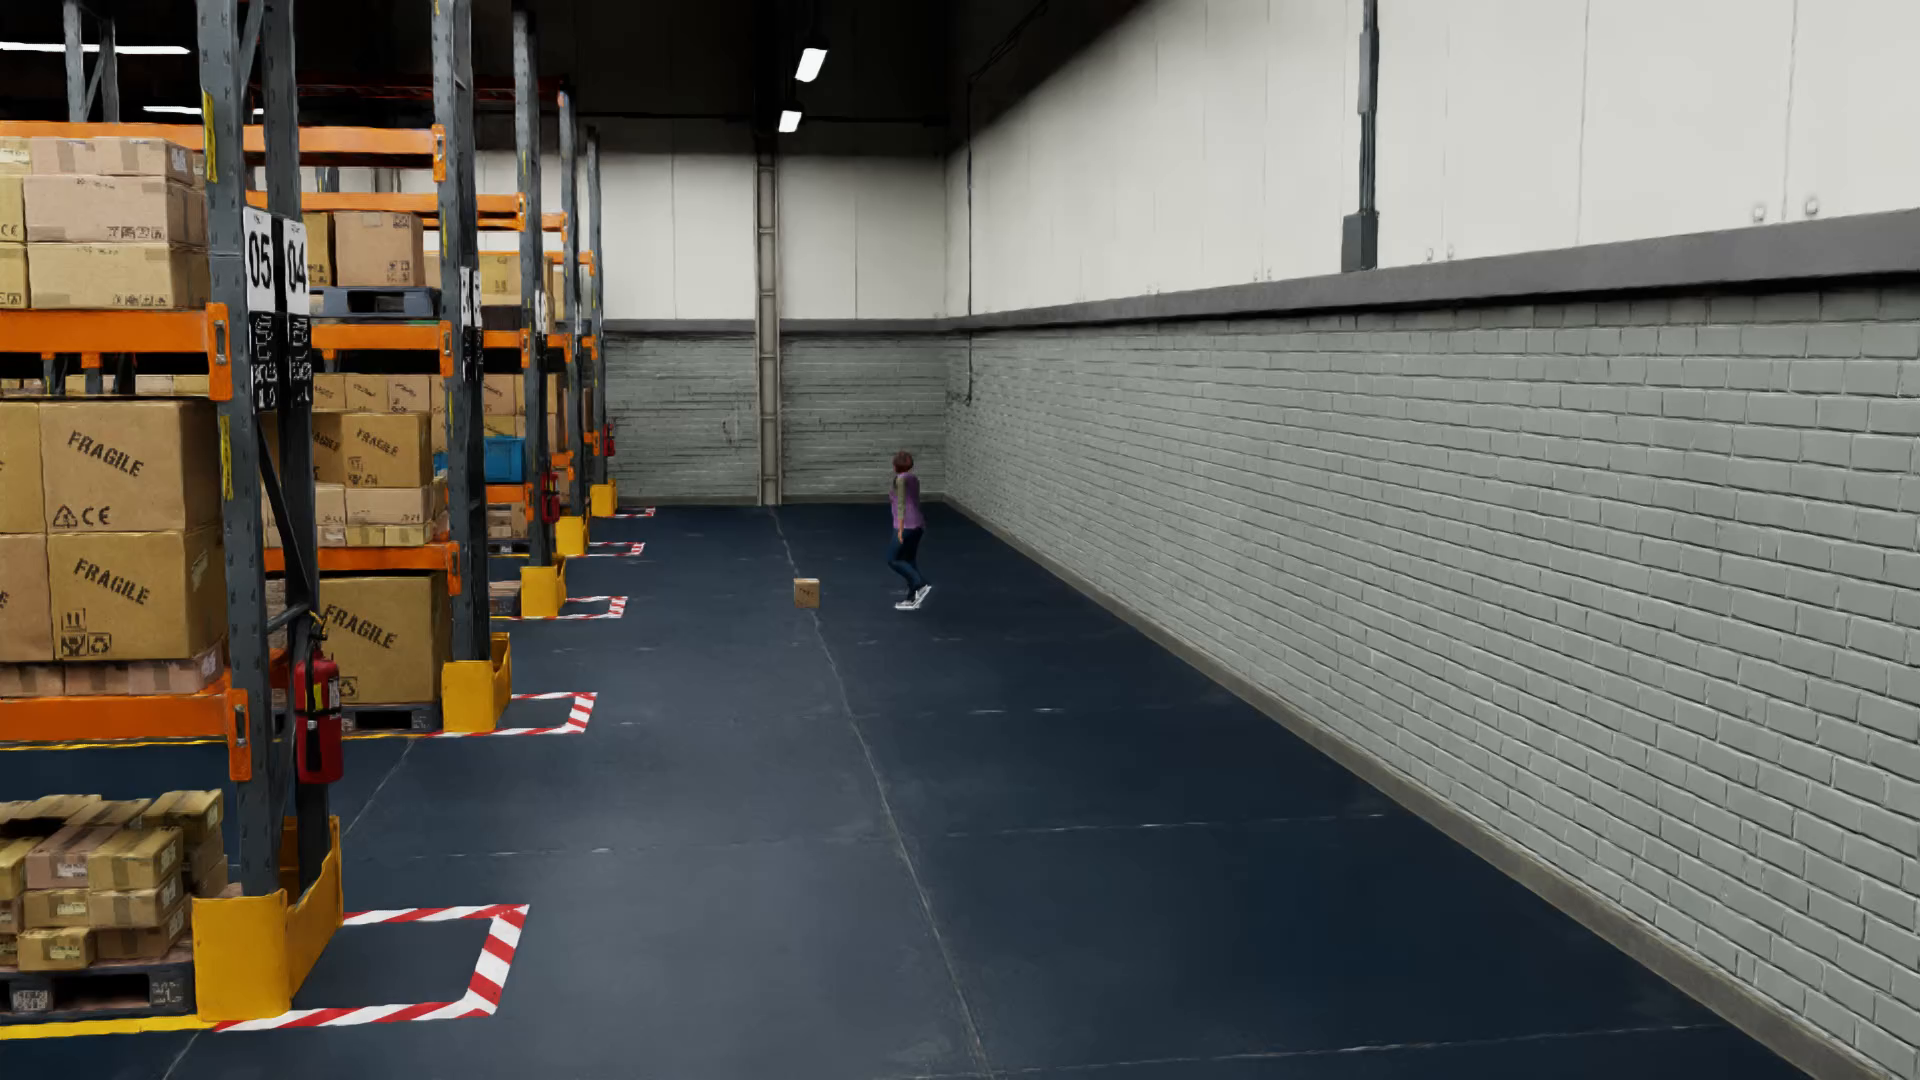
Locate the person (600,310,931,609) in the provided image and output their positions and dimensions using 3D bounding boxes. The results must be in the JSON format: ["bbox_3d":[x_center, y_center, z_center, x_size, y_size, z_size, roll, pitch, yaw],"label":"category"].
[{"bbox_3d":[-2.996,-1.442,21.329,9.048,3.169,7.105,3,7,24],"label":"person"}]
